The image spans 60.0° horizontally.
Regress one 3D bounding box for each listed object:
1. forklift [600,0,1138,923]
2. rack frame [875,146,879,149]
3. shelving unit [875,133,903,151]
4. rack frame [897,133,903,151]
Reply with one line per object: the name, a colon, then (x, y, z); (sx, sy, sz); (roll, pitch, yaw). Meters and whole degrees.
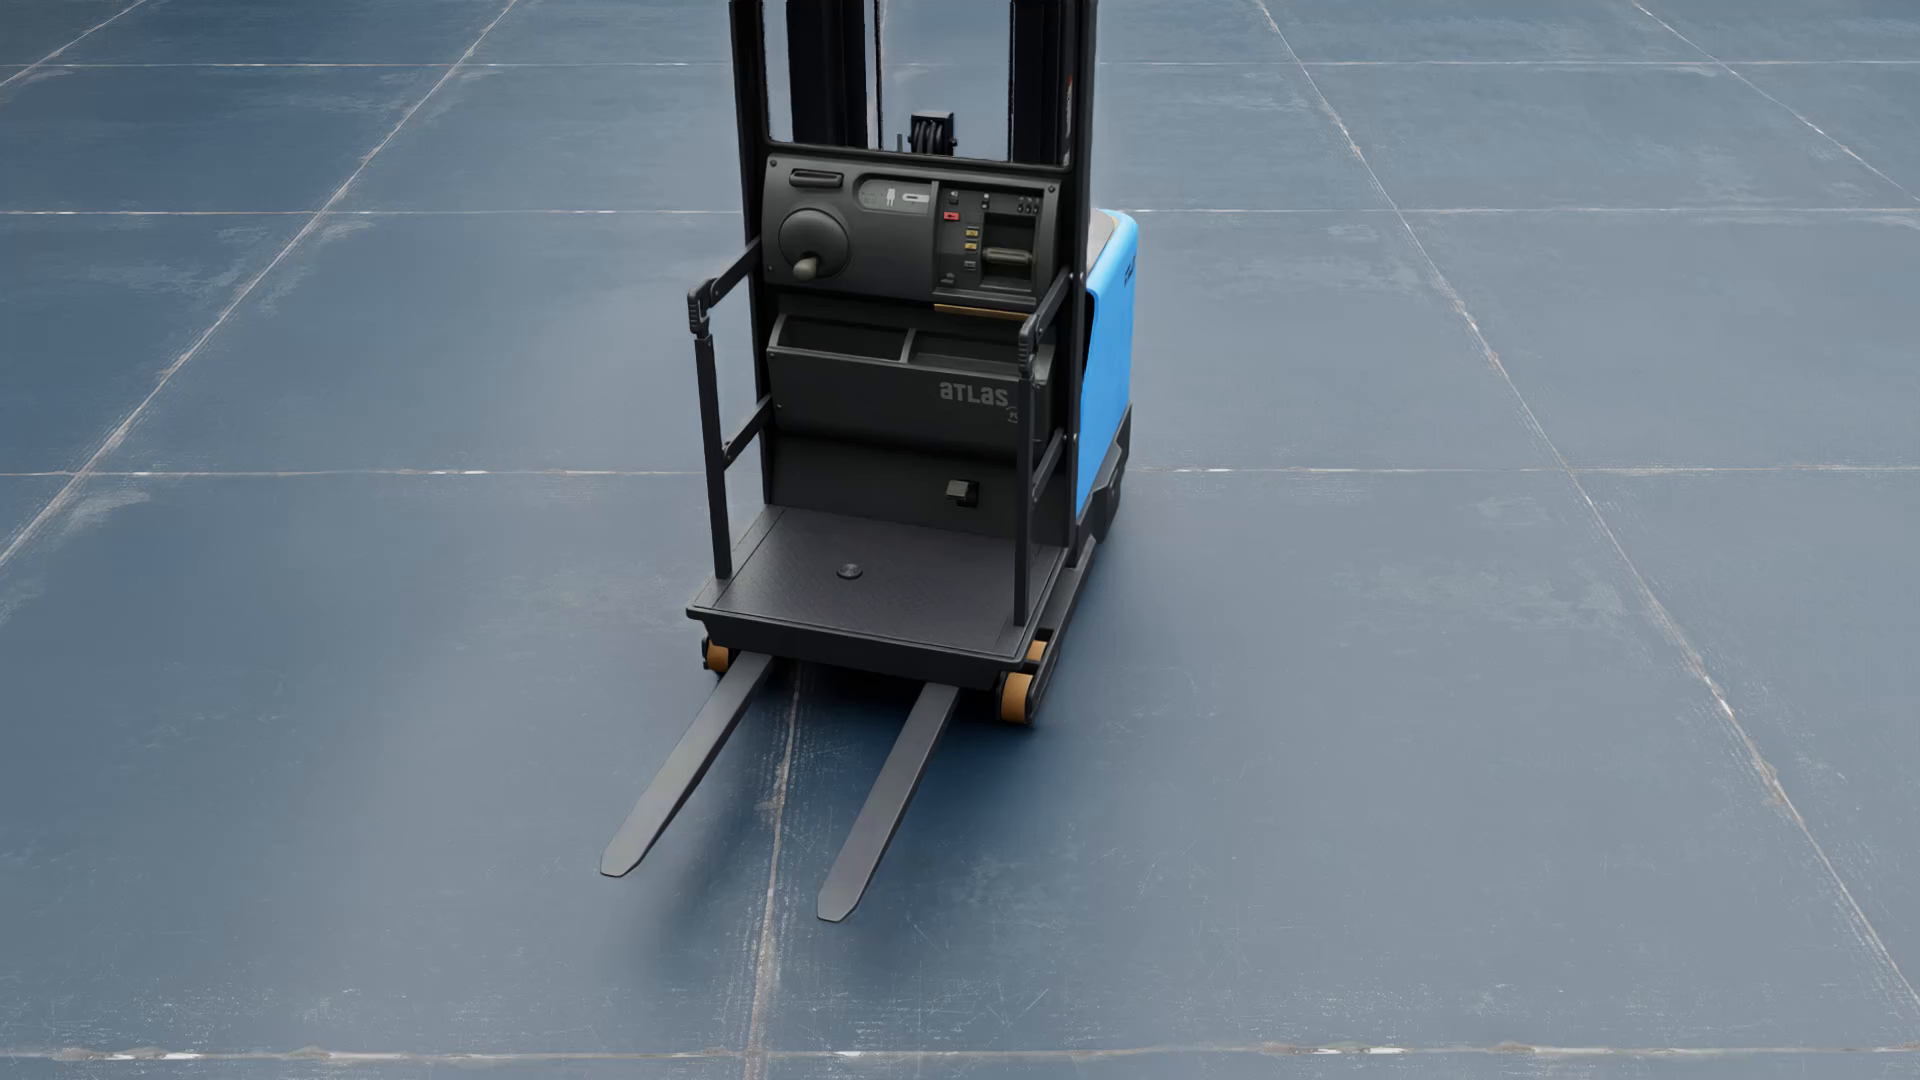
forklift: (-0.215, -0.894, 4.899); (1.130, 2.935, 3.031); (8, 32, 13)
rack frame: (-0.224, -0.991, 6.726); (0.240, 1.200, 0.006); (15, 34, 23)
shelving unit: (-0.182, -1.033, 6.796); (0.258, 1.200, 0.189); (15, 34, 23)
rack frame: (-0.141, -1.075, 6.866); (0.240, 1.200, 0.006); (15, 34, 23)
